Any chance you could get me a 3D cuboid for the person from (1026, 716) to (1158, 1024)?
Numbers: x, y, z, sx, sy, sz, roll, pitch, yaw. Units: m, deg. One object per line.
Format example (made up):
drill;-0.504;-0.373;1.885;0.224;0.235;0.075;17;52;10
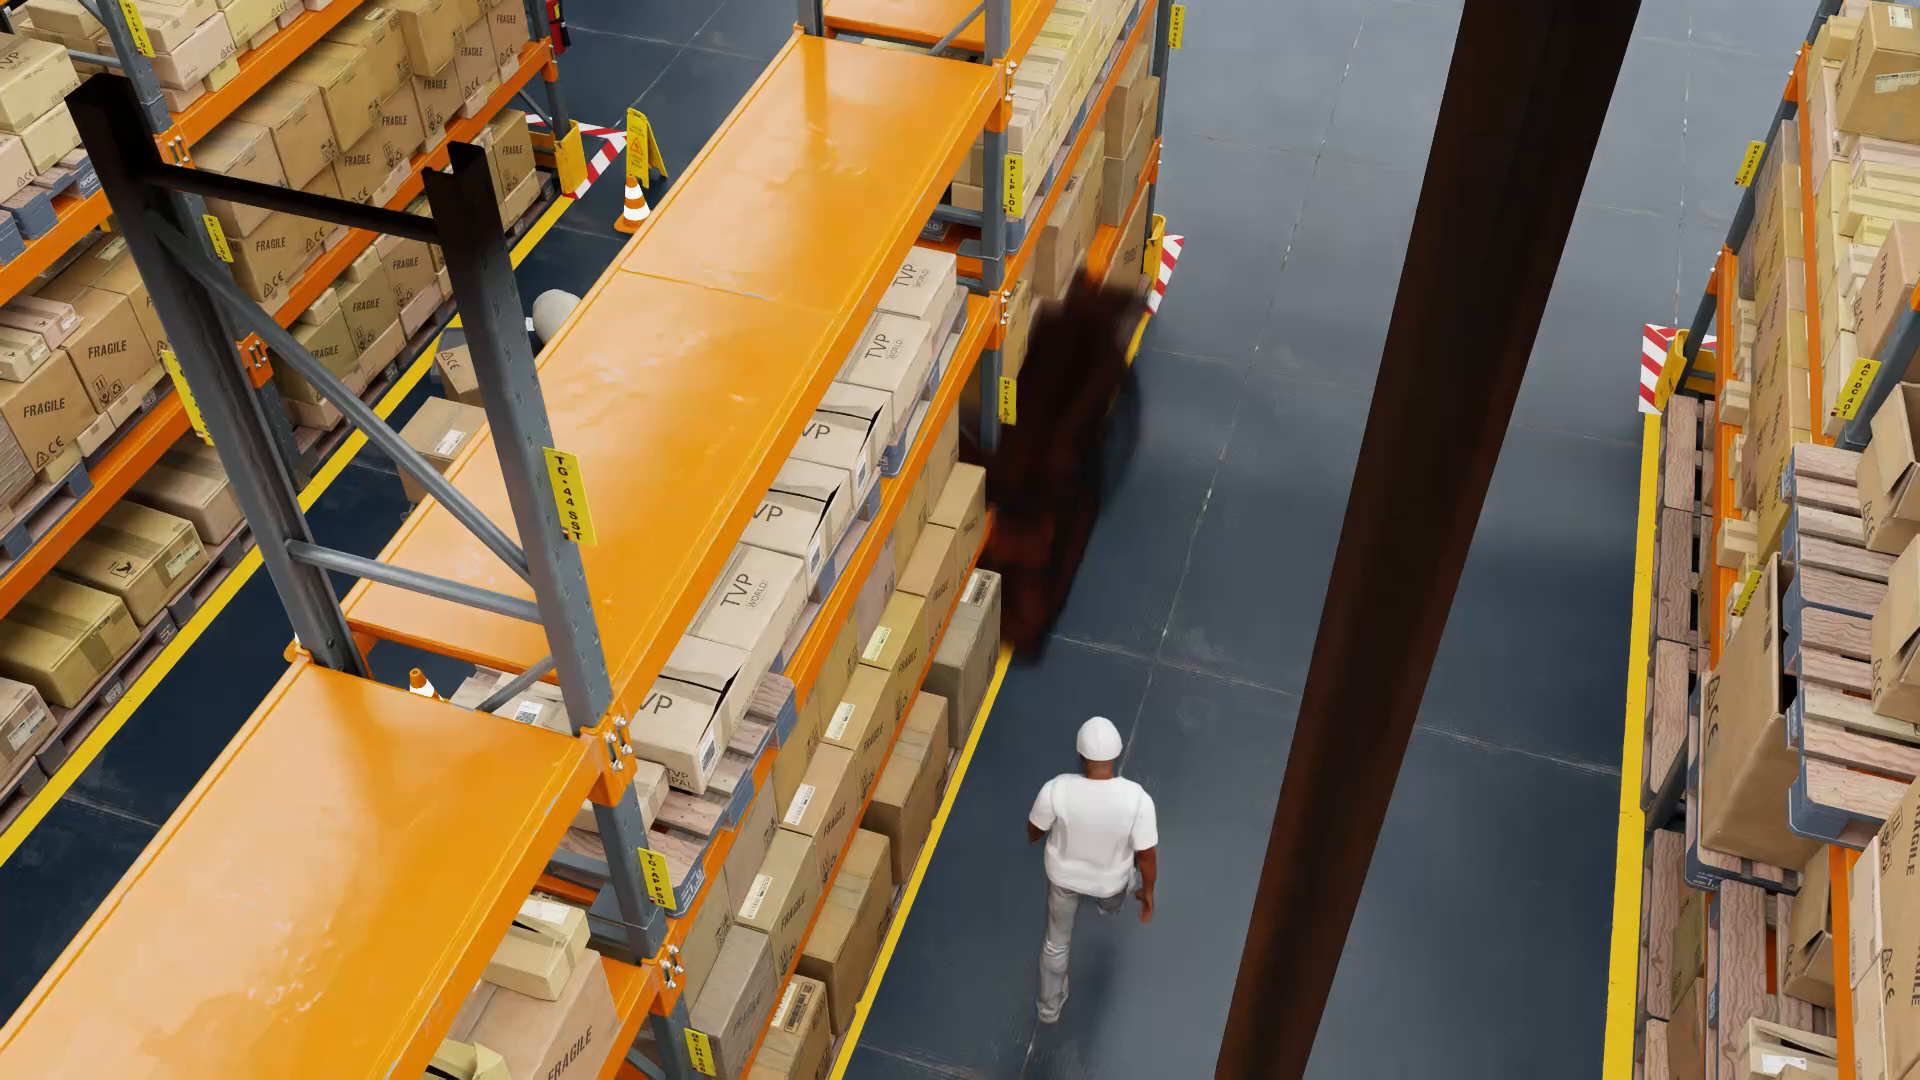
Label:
person;0.642;1.522;8.035;0.687;1.708;1.029;13;47;12
